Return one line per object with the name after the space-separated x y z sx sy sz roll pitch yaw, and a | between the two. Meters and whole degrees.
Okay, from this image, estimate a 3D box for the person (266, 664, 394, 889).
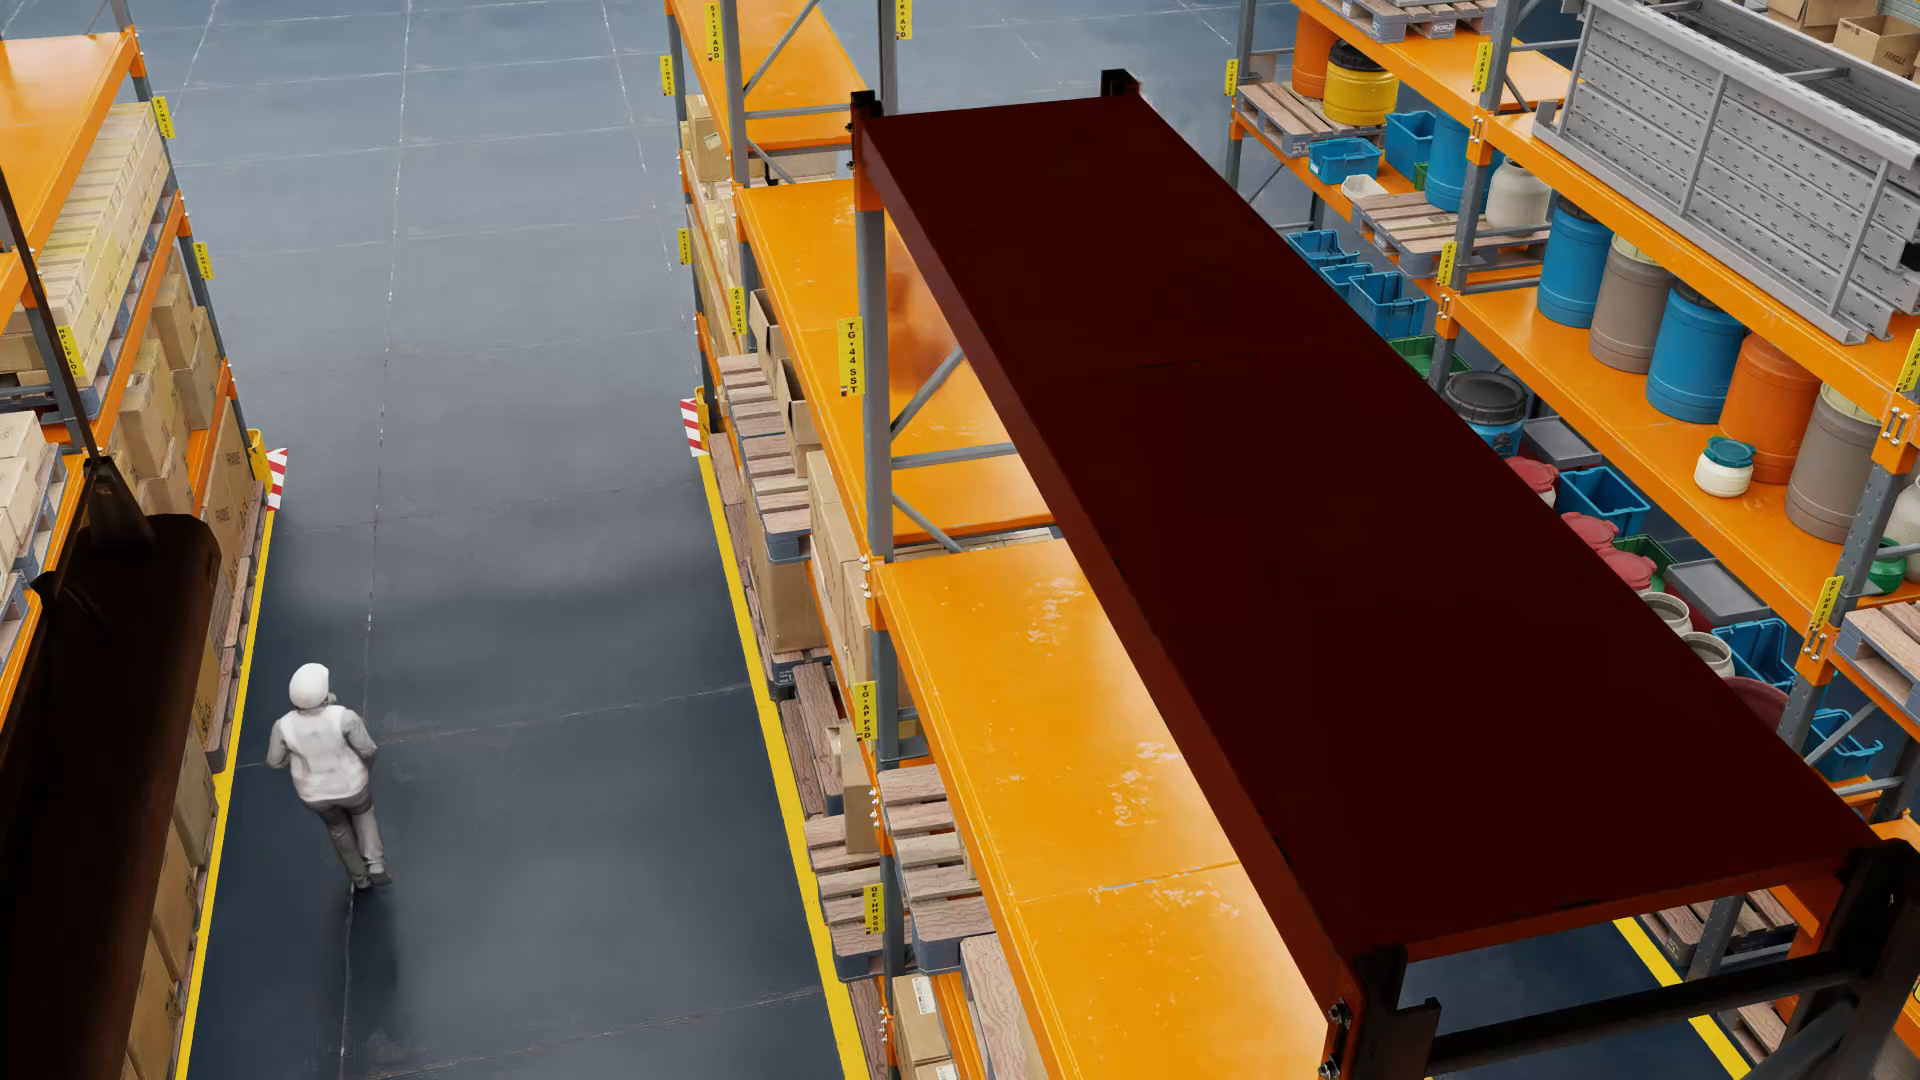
-3.915 1.511 10.368 0.656 1.746 0.627 -9 35 -13 | person

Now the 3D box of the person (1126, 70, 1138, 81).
1.854 -4.520 19.153 0.801 1.827 0.611 7 35 10 | person
